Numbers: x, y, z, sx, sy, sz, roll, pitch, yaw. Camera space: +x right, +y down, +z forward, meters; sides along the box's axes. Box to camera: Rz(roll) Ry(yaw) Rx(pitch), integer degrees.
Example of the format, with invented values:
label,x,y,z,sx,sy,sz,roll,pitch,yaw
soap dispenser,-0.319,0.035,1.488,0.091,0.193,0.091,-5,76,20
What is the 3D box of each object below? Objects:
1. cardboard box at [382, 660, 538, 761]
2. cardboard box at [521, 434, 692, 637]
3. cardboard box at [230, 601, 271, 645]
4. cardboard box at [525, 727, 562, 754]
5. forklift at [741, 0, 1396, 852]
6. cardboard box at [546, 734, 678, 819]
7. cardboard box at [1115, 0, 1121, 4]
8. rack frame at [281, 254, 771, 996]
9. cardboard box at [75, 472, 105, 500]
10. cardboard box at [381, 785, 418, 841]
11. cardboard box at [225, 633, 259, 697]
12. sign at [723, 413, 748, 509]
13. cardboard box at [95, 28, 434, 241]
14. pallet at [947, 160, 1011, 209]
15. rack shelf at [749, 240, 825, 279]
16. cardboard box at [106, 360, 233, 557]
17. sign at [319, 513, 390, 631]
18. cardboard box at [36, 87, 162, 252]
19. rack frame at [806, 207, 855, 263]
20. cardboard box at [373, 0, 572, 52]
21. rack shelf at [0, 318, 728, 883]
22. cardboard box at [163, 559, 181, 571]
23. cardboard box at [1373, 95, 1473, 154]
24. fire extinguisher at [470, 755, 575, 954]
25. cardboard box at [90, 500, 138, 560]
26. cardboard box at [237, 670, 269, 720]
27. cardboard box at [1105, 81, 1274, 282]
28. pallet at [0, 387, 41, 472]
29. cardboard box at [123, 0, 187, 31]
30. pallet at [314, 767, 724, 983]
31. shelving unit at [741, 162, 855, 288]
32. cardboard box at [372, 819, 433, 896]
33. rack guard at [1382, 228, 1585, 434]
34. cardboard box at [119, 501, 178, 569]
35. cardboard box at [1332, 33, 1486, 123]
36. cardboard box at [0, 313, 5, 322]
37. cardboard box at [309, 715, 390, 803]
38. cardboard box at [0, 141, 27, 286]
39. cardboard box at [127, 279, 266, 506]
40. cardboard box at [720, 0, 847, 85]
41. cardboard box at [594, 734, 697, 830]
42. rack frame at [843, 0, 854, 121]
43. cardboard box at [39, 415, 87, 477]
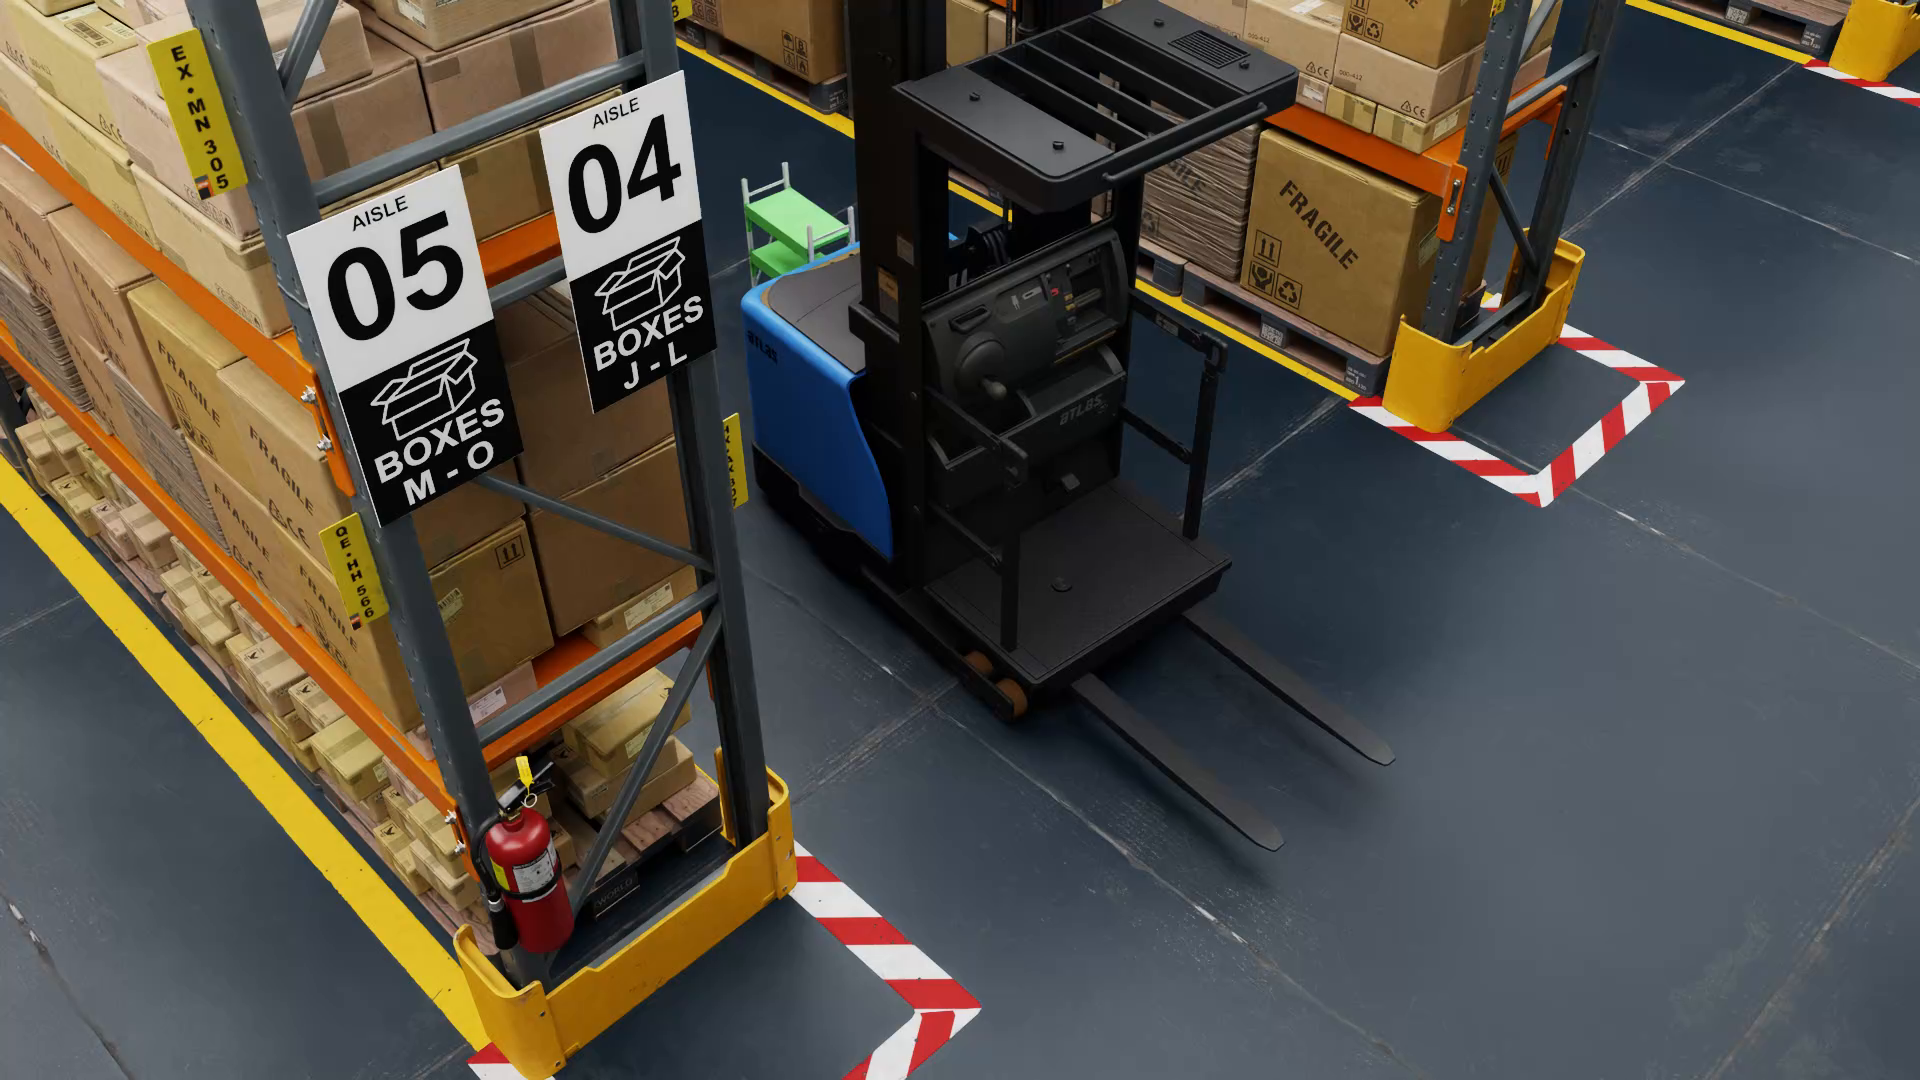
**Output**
label,x,y,z,sx,sy,sz,roll,pitch,yaw
cardboard box,-1.473,0.435,4.871,0.380,0.149,0.250,-34,53,-31
cardboard box,-1.164,-0.130,5.005,0.500,0.500,0.500,-32,51,-30
cardboard box,-2.480,0.257,6.232,0.250,0.149,0.380,32,52,30
cardboard box,-1.451,0.549,5.916,0.380,0.149,0.250,-33,52,-31
forklift,0.397,-0.751,6.021,1.130,2.935,3.031,-29,50,-28
cardboard box,-1.230,0.773,5.893,0.380,0.149,0.250,-32,51,-30
cardboard box,0.977,-2.620,8.178,0.380,0.149,0.250,-33,52,-31
rack frame,-1.042,0.364,4.763,1.000,3.000,0.127,-34,53,-31
cardboard box,-3.595,-0.368,7.128,0.380,0.149,0.250,-34,52,-31
cardboard box,-1.763,0.879,5.777,0.250,0.149,0.380,33,52,31
cardboard box,-2.528,0.407,6.288,0.380,0.149,0.250,-31,51,-29
sign,-0.658,-0.214,4.751,0.100,0.325,0.005,-34,53,-31
cardboard box,-1.548,-0.965,3.734,0.500,0.250,0.500,33,52,30
pallet,0.198,-2.459,9.873,1.003,0.211,1.213,-34,53,-31
rack shelf,-0.710,-1.194,7.516,0.258,0.148,0.480,-29,50,-28
cardboard box,-2.267,-0.363,5.258,0.500,0.500,0.500,-34,52,-31
sign,-1.449,0.079,3.985,0.100,0.325,0.005,-34,53,-31
cardboard box,-1.916,-1.016,4.157,0.500,0.250,0.500,-34,52,-31
rack frame,-0.554,-0.938,7.498,0.240,1.200,0.015,-29,50,-28
cardboard box,-1.110,-1.277,3.778,0.250,0.149,0.380,34,52,31
rack shelf,-2.455,-0.333,6.047,1.077,0.370,4.000,-34,53,-31
cardboard box,-3.032,0.006,6.723,0.380,0.149,0.250,-32,51,-30
cardboard box,2.056,-1.886,7.383,0.380,0.149,0.250,-33,52,-31
fire extinguisher,-1.191,0.872,4.546,0.296,0.674,0.183,-34,53,-31
cardboard box,-3.437,-0.114,7.071,0.250,0.149,0.380,34,52,31
cardboard box,-2.527,0.515,6.391,0.380,0.149,0.250,-33,52,-31
cardboard box,1.390,-2.045,8.626,0.875,0.875,0.875,-34,53,-31
pallet,-4.418,-0.907,8.194,1.003,0.211,1.213,-34,53,-31
cardboard box,-1.605,-1.187,3.679,0.380,0.149,0.250,-33,52,-31
pallet,-1.645,0.944,6.190,1.003,0.211,1.213,-34,53,-31
shelving unit,-0.710,-1.065,7.636,0.258,1.200,0.503,-29,50,-28
cardboard box,-1.815,1.029,5.835,0.380,0.149,0.250,-32,52,-30
rack guard,2.558,-1.035,8.119,1.175,0.500,0.348,-34,53,-31
cardboard box,-3.082,-0.084,6.601,0.380,0.149,0.250,-33,52,-30
cardboard box,2.011,-2.124,7.347,0.500,0.250,0.500,33,52,31
cardboard box,-3.341,-1.111,6.066,0.500,0.500,0.500,-34,53,-31
cardboard box,-2.005,0.694,5.759,0.250,0.149,0.380,33,52,31
cardboard box,-3.010,-1.239,5.468,0.500,0.500,0.500,-33,52,-31
cardboard box,-1.899,-0.493,4.661,0.500,0.500,0.500,32,52,30
cardboard box,-0.750,-3.558,10.264,1.225,0.875,0.875,-34,52,-31
cardboard box,-1.186,0.852,6.027,0.380,0.149,0.250,-33,52,-31
rack frame,-0.284,-3.886,9.363,1.000,3.000,0.127,-34,53,-31
cardboard box,-3.618,-0.458,7.006,0.380,0.149,0.250,-31,51,-29
